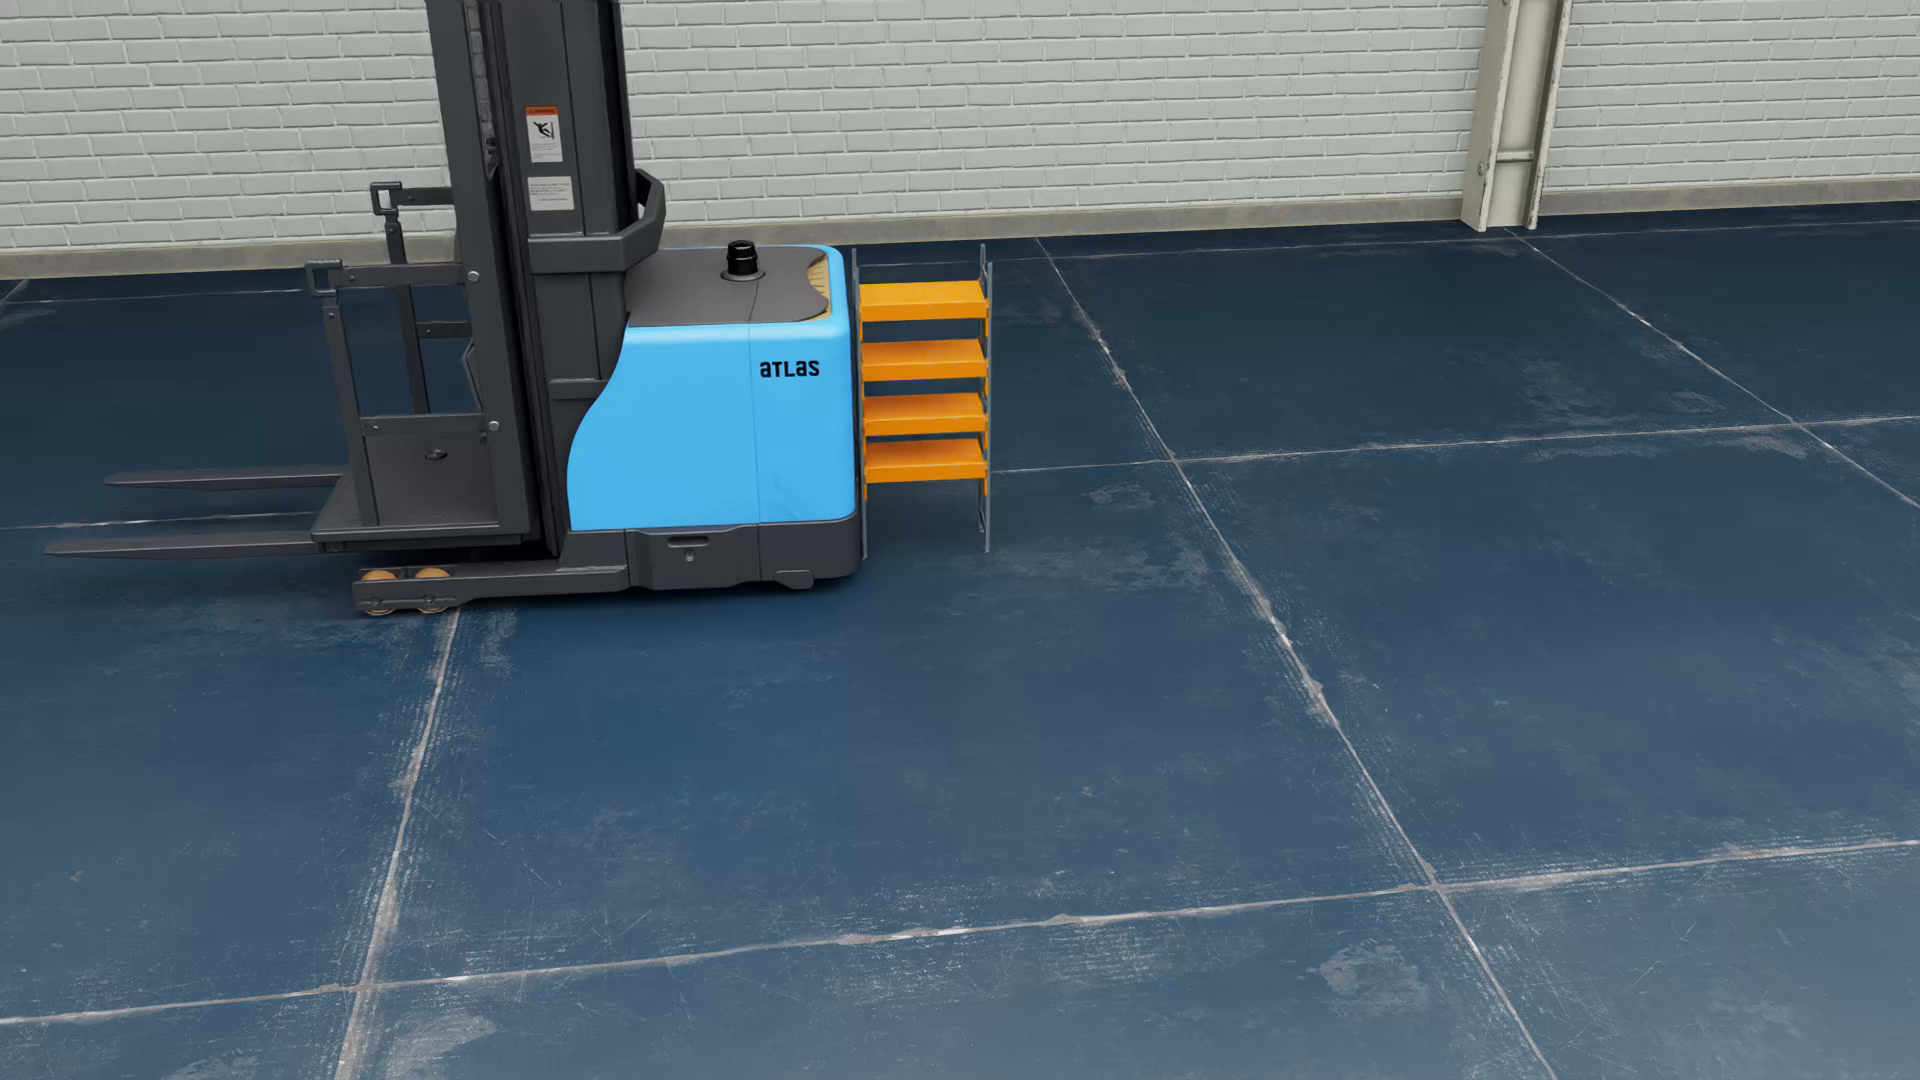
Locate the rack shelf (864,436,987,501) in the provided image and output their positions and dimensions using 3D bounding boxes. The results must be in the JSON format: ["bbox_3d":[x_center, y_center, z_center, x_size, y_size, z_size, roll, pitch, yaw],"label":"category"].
[{"bbox_3d":[-0.145,-0.286,6.575,0.480,0.148,0.258,-3,27,-5],"label":"rack shelf"}]

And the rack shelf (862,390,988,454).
[{"bbox_3d":[-0.145,-0.462,6.484,0.480,0.148,0.258,-3,27,-5],"label":"rack shelf"}]

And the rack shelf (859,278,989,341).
[{"bbox_3d":[-0.145,-0.872,6.274,0.480,0.148,0.258,-3,27,-5],"label":"rack shelf"}]

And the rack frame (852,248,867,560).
[{"bbox_3d":[-0.388,-0.511,6.431,0.015,1.200,0.240,-3,27,-5],"label":"rack frame"}]

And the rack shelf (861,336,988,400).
[{"bbox_3d":[-0.145,-0.661,6.382,0.480,0.148,0.258,-3,27,-5],"label":"rack shelf"}]

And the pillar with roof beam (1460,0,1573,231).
[{"bbox_3d":[4.067,-4.102,4.887,0.400,9.000,9.100,-4,27,-7],"label":"pillar with roof beam"}]

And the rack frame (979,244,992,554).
[{"bbox_3d":[0.097,-0.534,6.476,0.015,1.200,0.240,-3,27,-5],"label":"rack frame"}]

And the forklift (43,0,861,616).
[{"bbox_3d":[-1.931,-1.275,6.024,3.031,2.935,1.130,-2,27,-5],"label":"forklift"}]

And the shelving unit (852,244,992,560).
[{"bbox_3d":[-0.145,-0.522,6.454,0.503,1.200,0.258,-3,27,-5],"label":"shelving unit"}]
